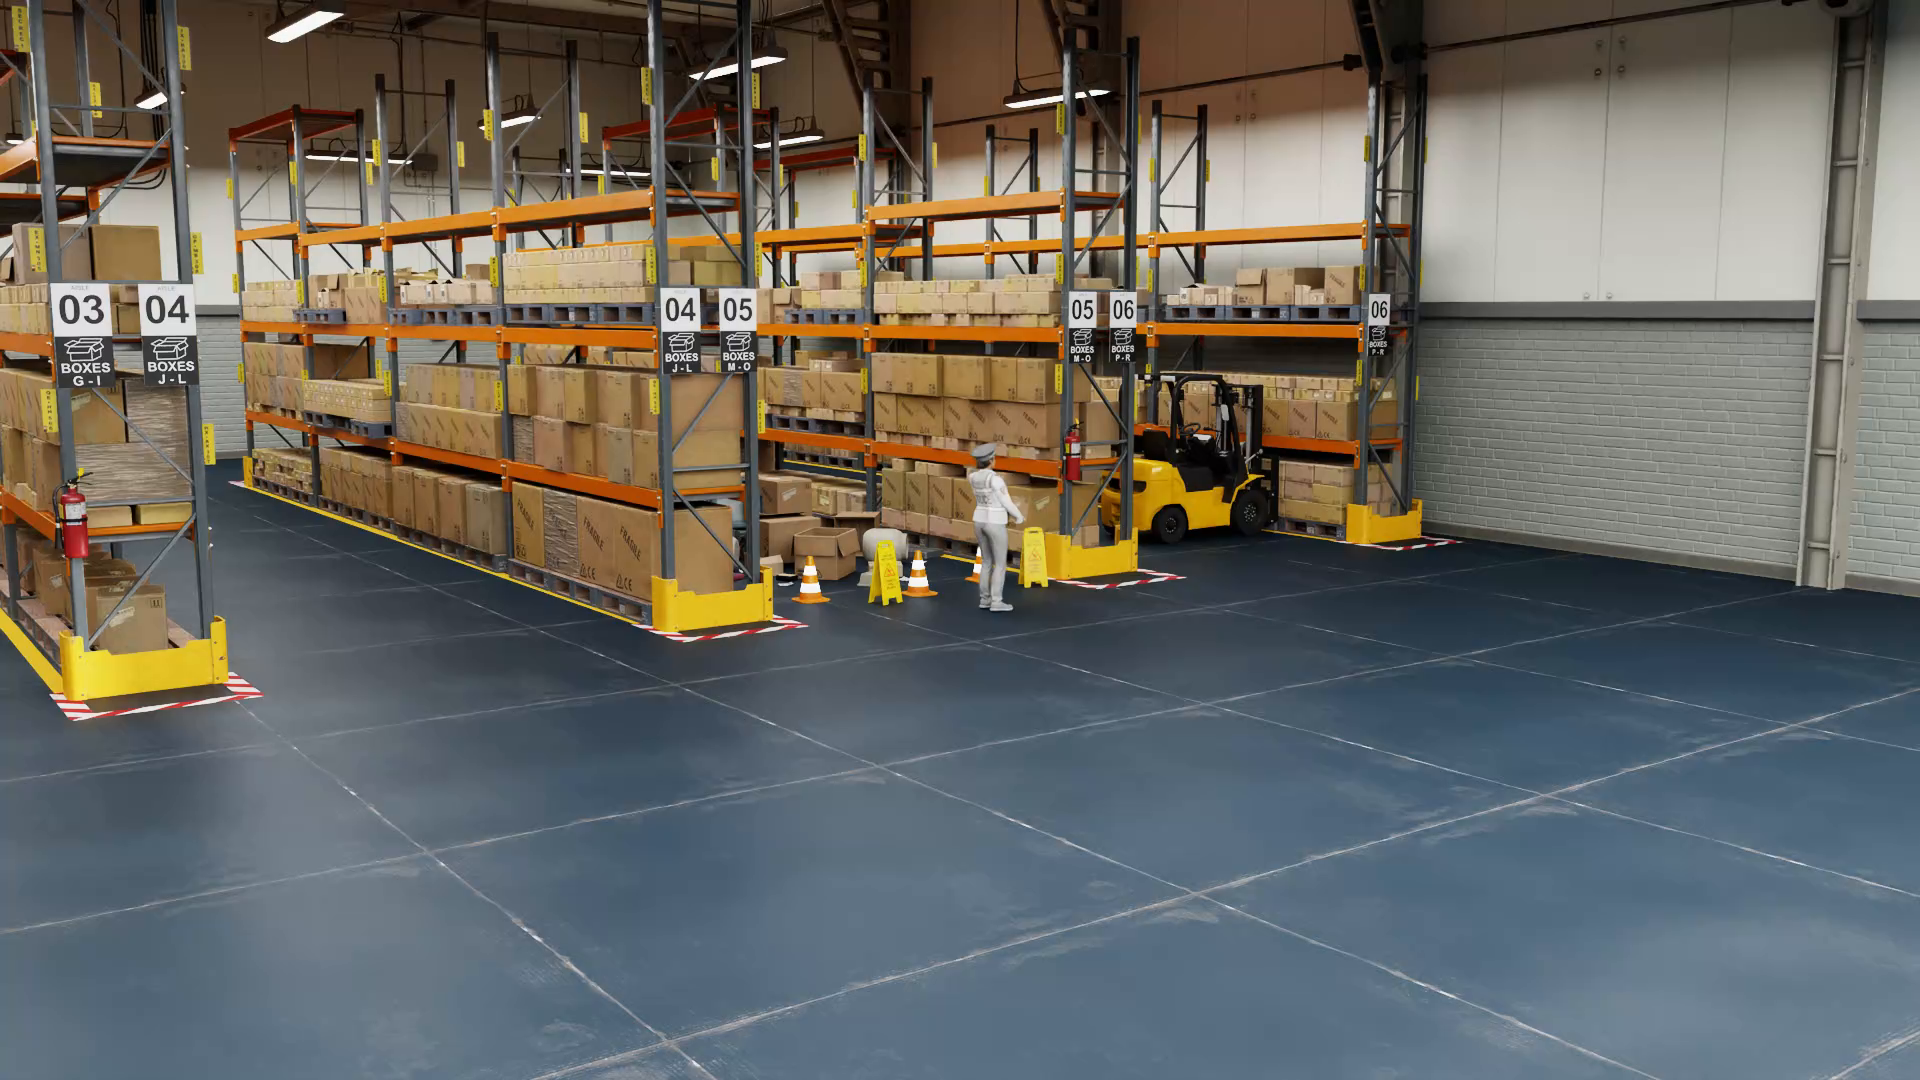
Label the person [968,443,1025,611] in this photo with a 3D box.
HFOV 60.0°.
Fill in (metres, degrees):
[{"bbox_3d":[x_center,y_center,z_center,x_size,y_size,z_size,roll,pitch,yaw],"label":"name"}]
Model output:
[{"bbox_3d":[0.361,-0.137,16.714,0.553,1.686,0.459,-7,10,-41],"label":"person"}]
